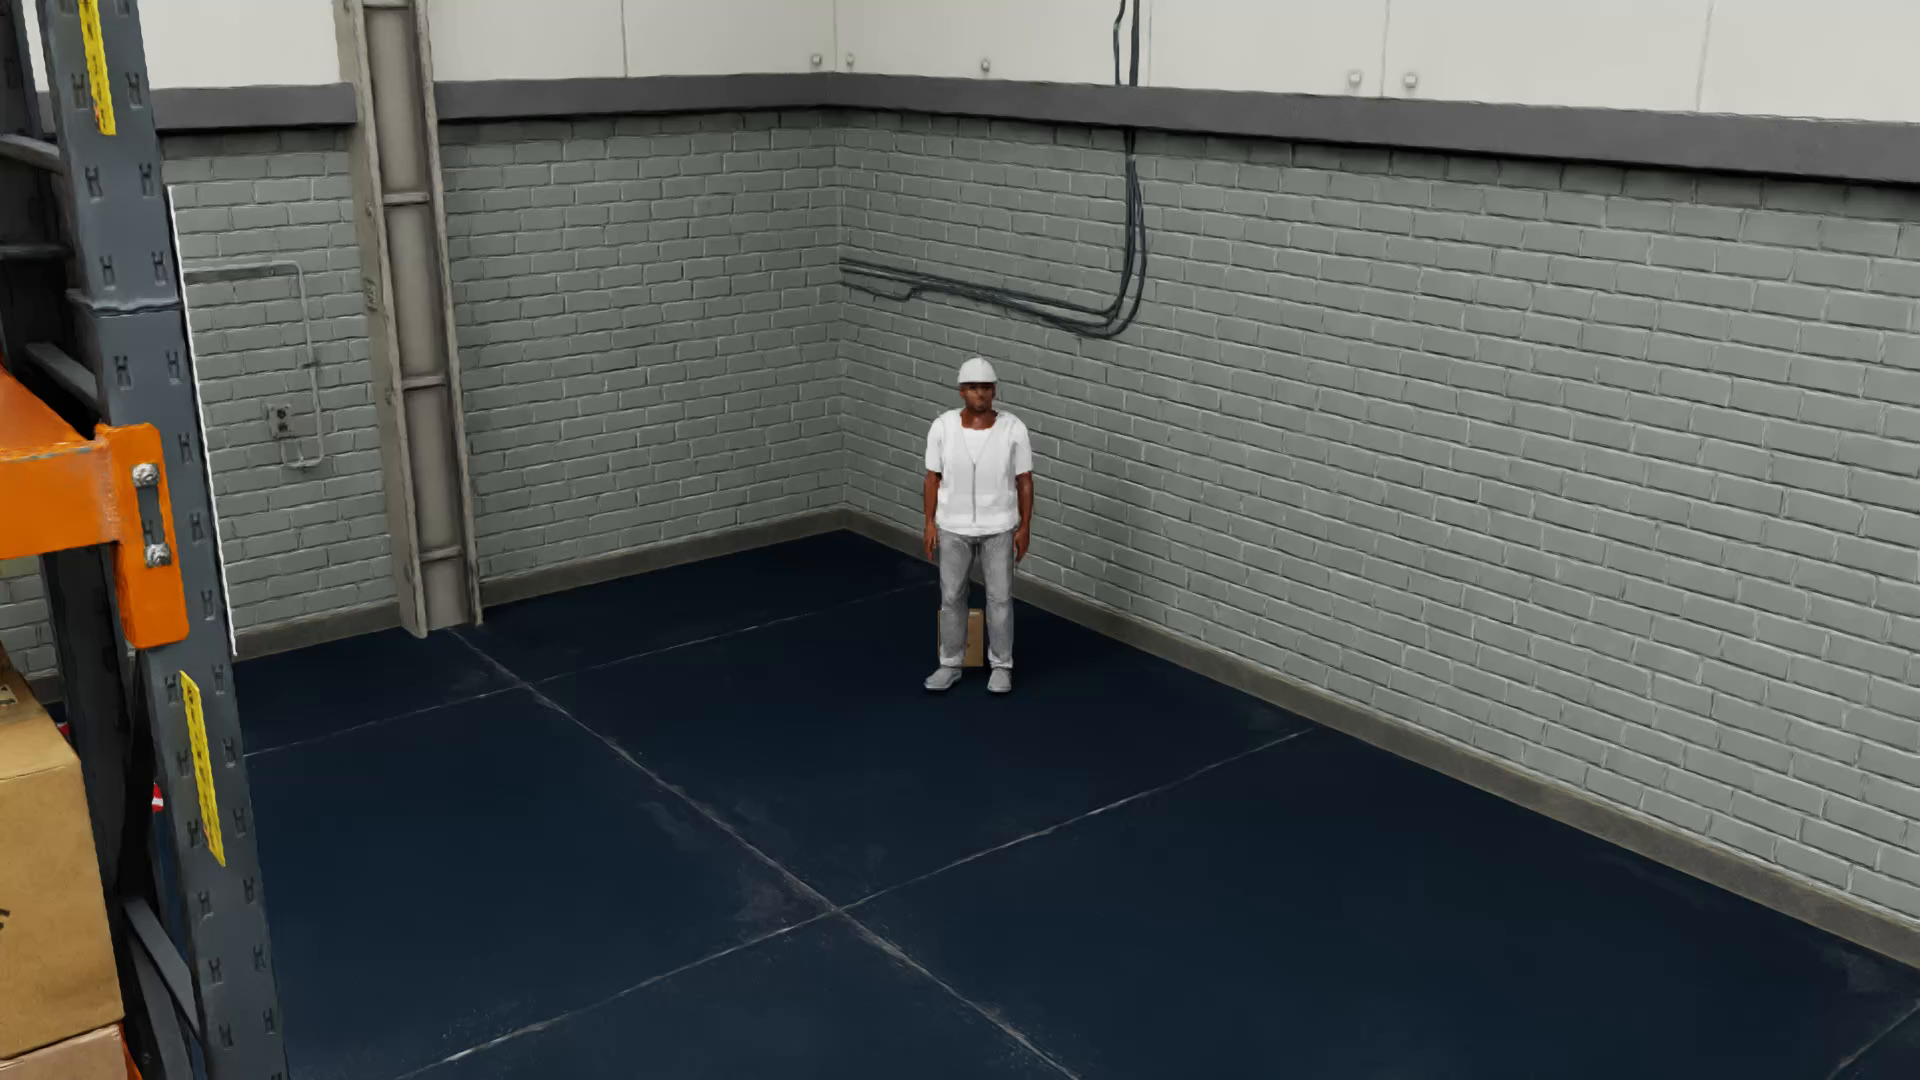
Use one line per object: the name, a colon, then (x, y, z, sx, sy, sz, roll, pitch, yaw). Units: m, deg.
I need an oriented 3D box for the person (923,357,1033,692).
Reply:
person: (0.091, -0.069, 8.670, 0.573, 1.771, 0.376, 2, 18, 5)
